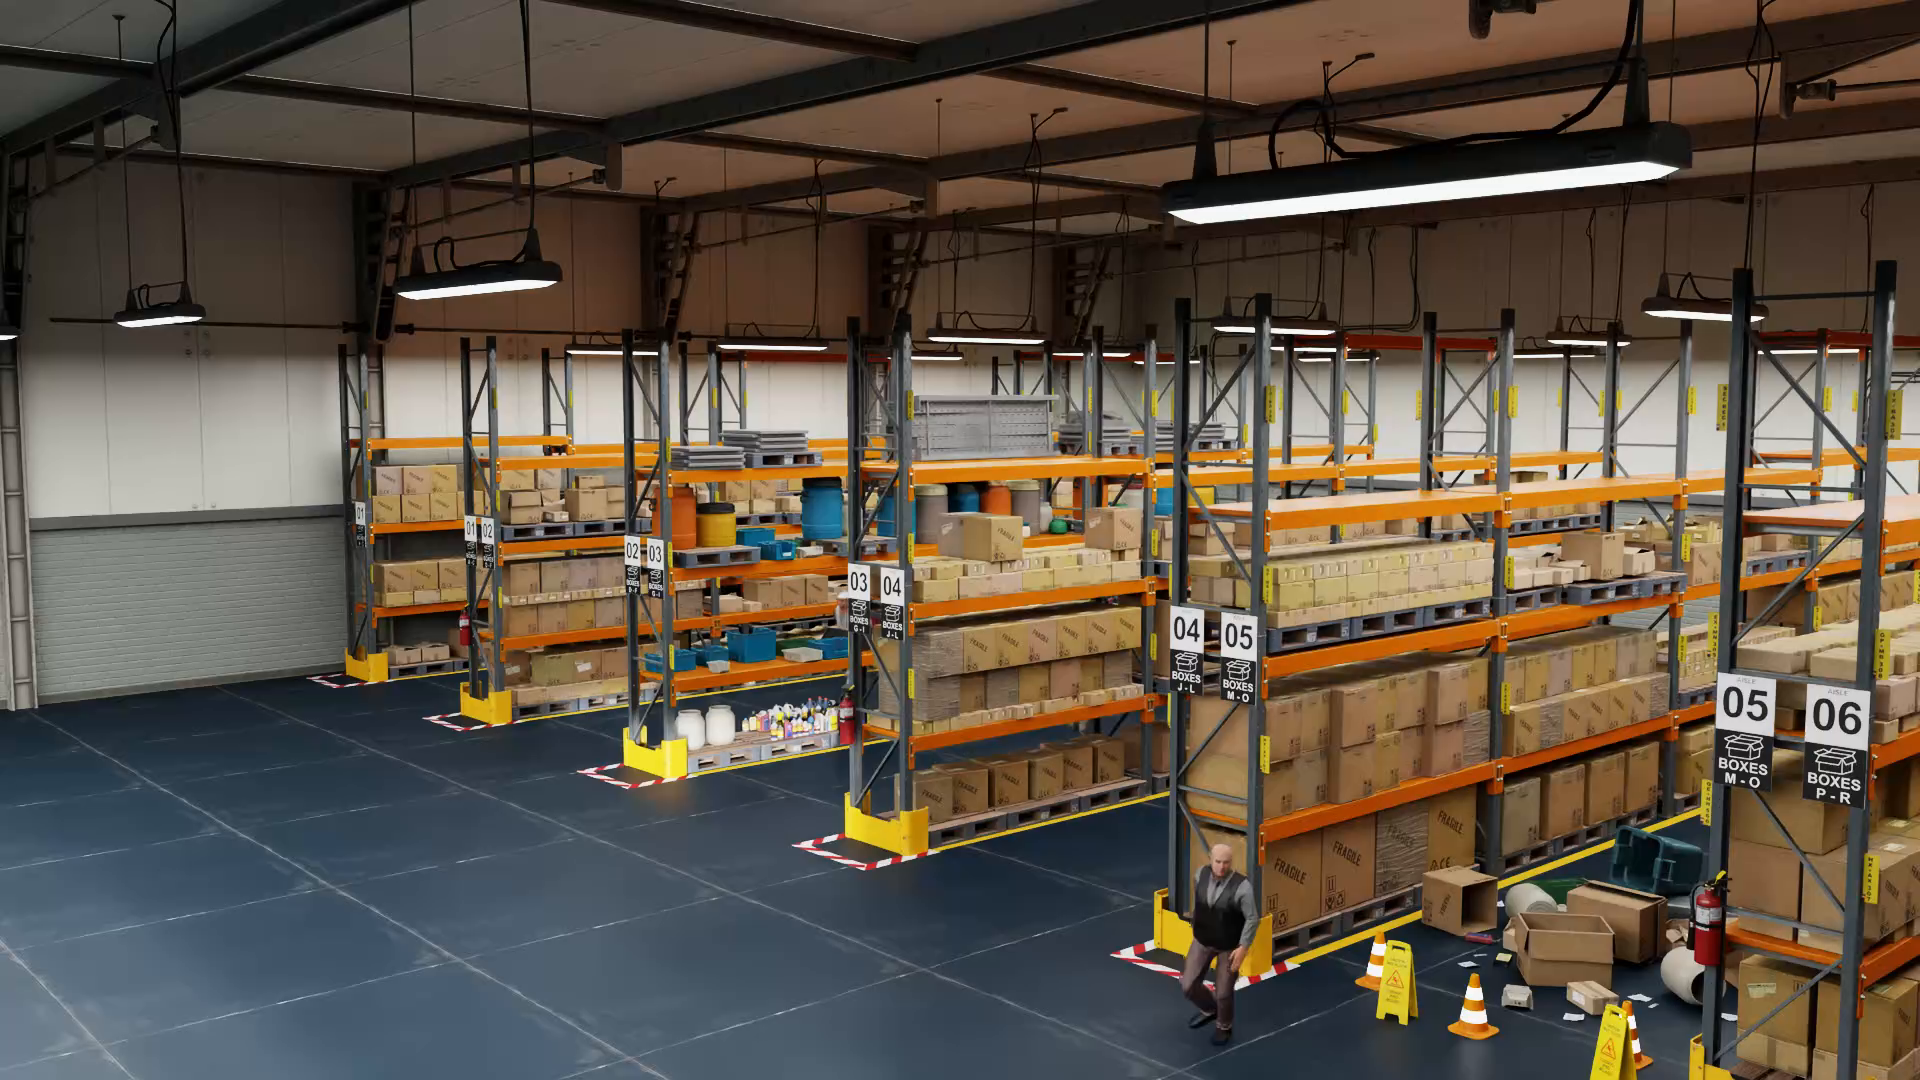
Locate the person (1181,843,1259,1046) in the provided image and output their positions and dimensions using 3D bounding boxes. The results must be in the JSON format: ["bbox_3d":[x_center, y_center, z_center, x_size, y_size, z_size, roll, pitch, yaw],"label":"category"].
[{"bbox_3d":[2.048,3.171,13.028,0.657,1.684,0.651,3,6,30],"label":"person"}]

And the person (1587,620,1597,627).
[{"bbox_3d":[9.946,2.032,26.105,0.642,1.598,0.611,-3,6,-28],"label":"person"}]

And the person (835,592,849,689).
[{"bbox_3d":[-1.916,1.729,28.852,0.646,1.710,0.711,3,6,30],"label":"person"}]

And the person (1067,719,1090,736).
[{"bbox_3d":[1.705,2.249,23.322,0.667,1.689,0.736,4,6,36],"label":"person"}]
